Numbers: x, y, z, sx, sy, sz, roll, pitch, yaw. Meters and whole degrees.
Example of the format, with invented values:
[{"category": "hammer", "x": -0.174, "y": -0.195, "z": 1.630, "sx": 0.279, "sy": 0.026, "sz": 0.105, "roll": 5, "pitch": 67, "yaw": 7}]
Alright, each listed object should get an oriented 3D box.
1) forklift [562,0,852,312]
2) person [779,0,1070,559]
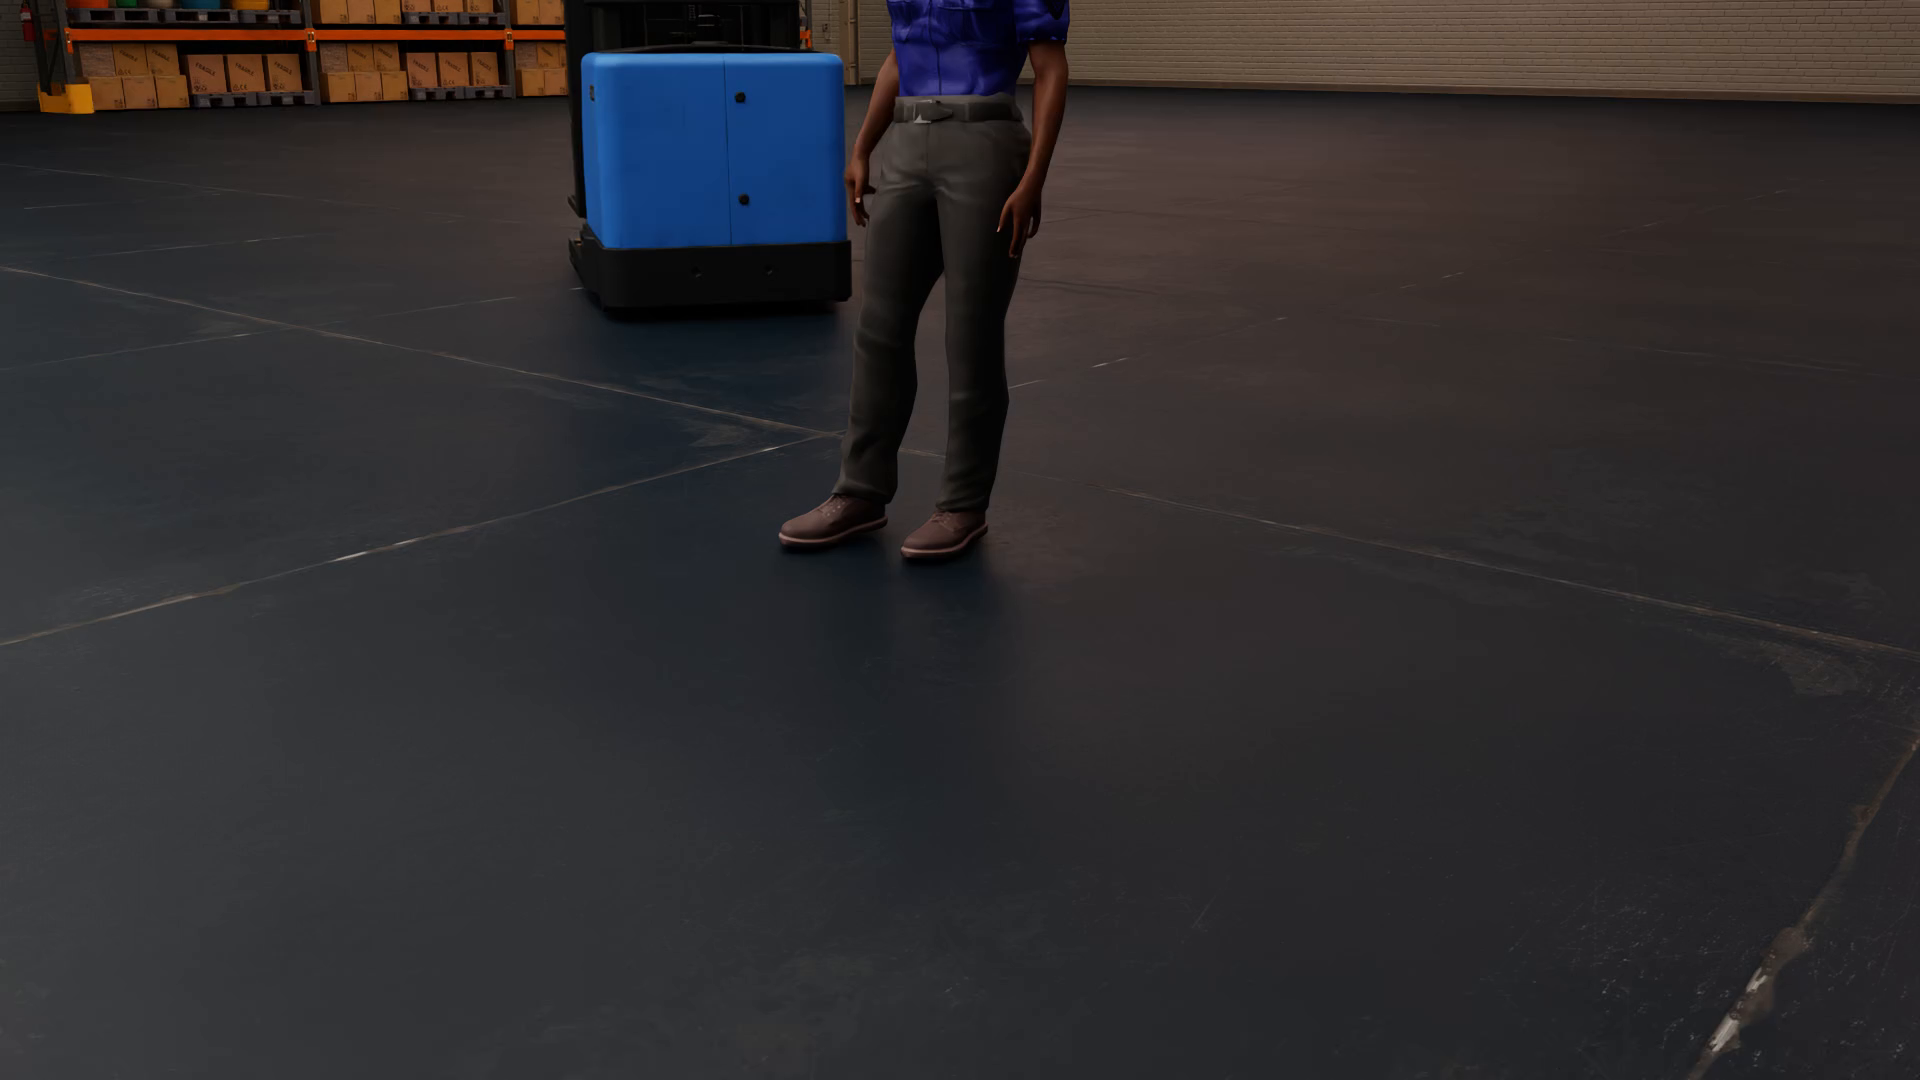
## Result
[{"category": "forklift", "x": -1.364, "y": -2.744, "z": 7.935, "sx": 1.130, "sy": 2.935, "sz": 3.031, "roll": -5, "pitch": 18, "yaw": -15}, {"category": "person", "x": -0.071, "y": -0.783, "z": 3.647, "sx": 0.569, "sy": 1.656, "sz": 0.503, "roll": 13, "pitch": 21, "yaw": 37}]
